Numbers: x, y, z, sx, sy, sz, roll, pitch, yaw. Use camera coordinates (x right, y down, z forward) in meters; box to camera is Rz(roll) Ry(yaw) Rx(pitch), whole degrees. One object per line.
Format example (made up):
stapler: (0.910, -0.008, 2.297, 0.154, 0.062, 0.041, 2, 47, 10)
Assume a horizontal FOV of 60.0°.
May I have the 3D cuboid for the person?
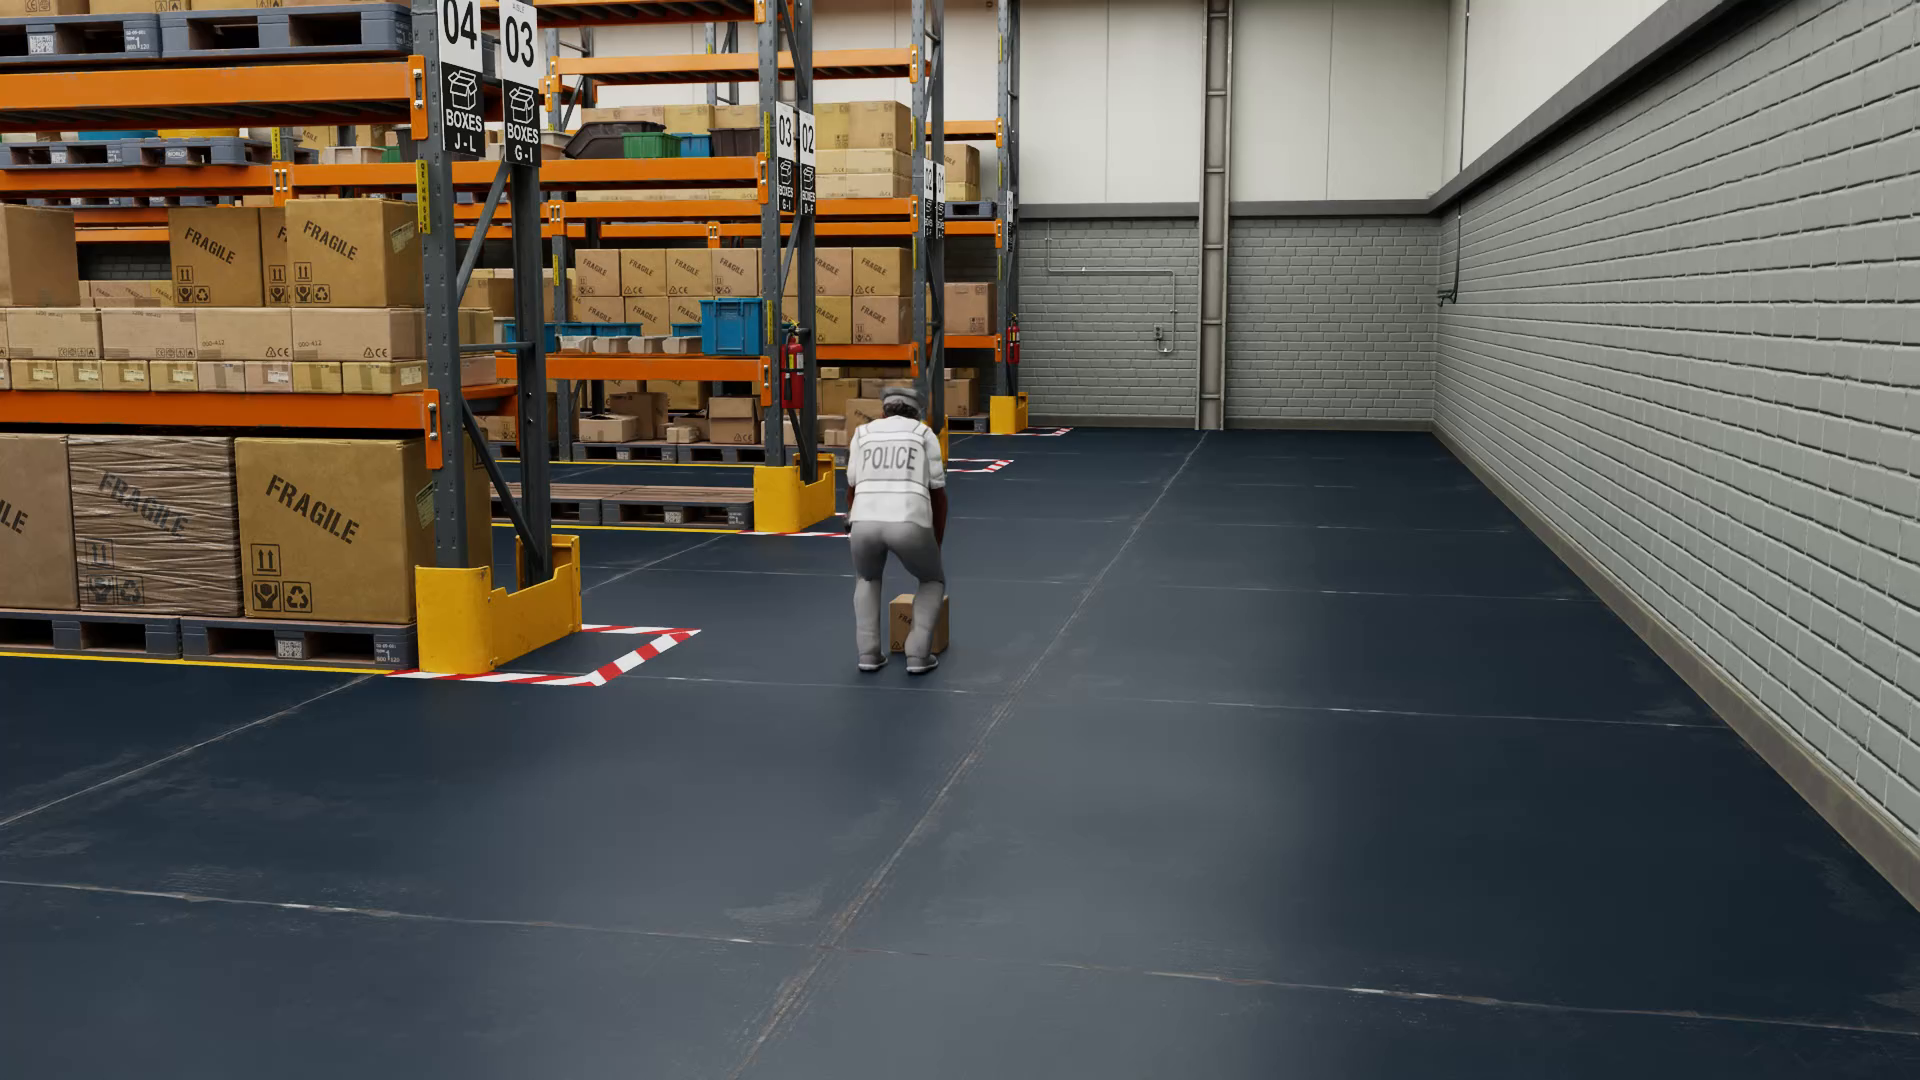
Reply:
person: (-0.322, -0.054, 7.915, 0.496, 1.331, 0.741, 2, 8, 11)
